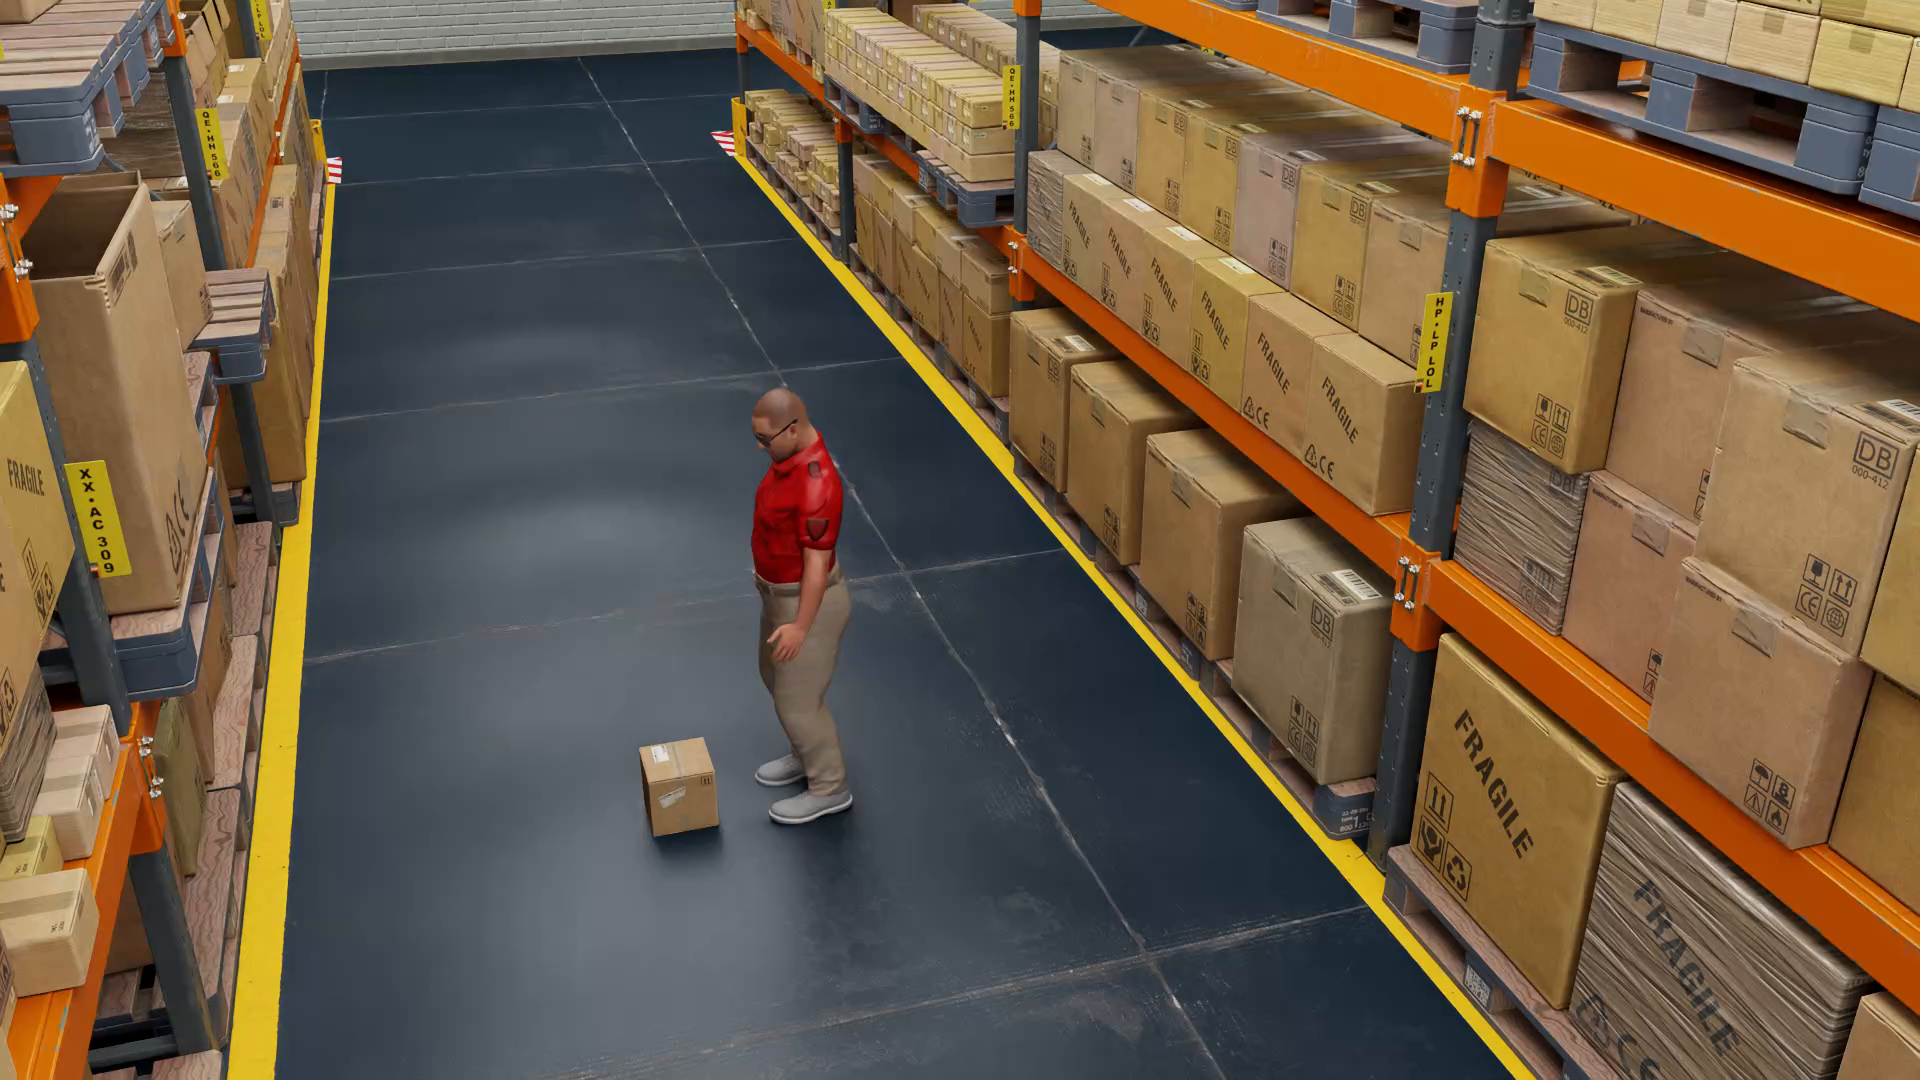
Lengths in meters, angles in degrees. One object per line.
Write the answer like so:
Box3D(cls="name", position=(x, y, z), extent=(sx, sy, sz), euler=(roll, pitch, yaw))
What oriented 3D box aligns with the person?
Box3D(cls="person", position=(-0.594, 0.243, 6.170), extent=(0.367, 1.714, 0.538), euler=(-8, 27, -15))
